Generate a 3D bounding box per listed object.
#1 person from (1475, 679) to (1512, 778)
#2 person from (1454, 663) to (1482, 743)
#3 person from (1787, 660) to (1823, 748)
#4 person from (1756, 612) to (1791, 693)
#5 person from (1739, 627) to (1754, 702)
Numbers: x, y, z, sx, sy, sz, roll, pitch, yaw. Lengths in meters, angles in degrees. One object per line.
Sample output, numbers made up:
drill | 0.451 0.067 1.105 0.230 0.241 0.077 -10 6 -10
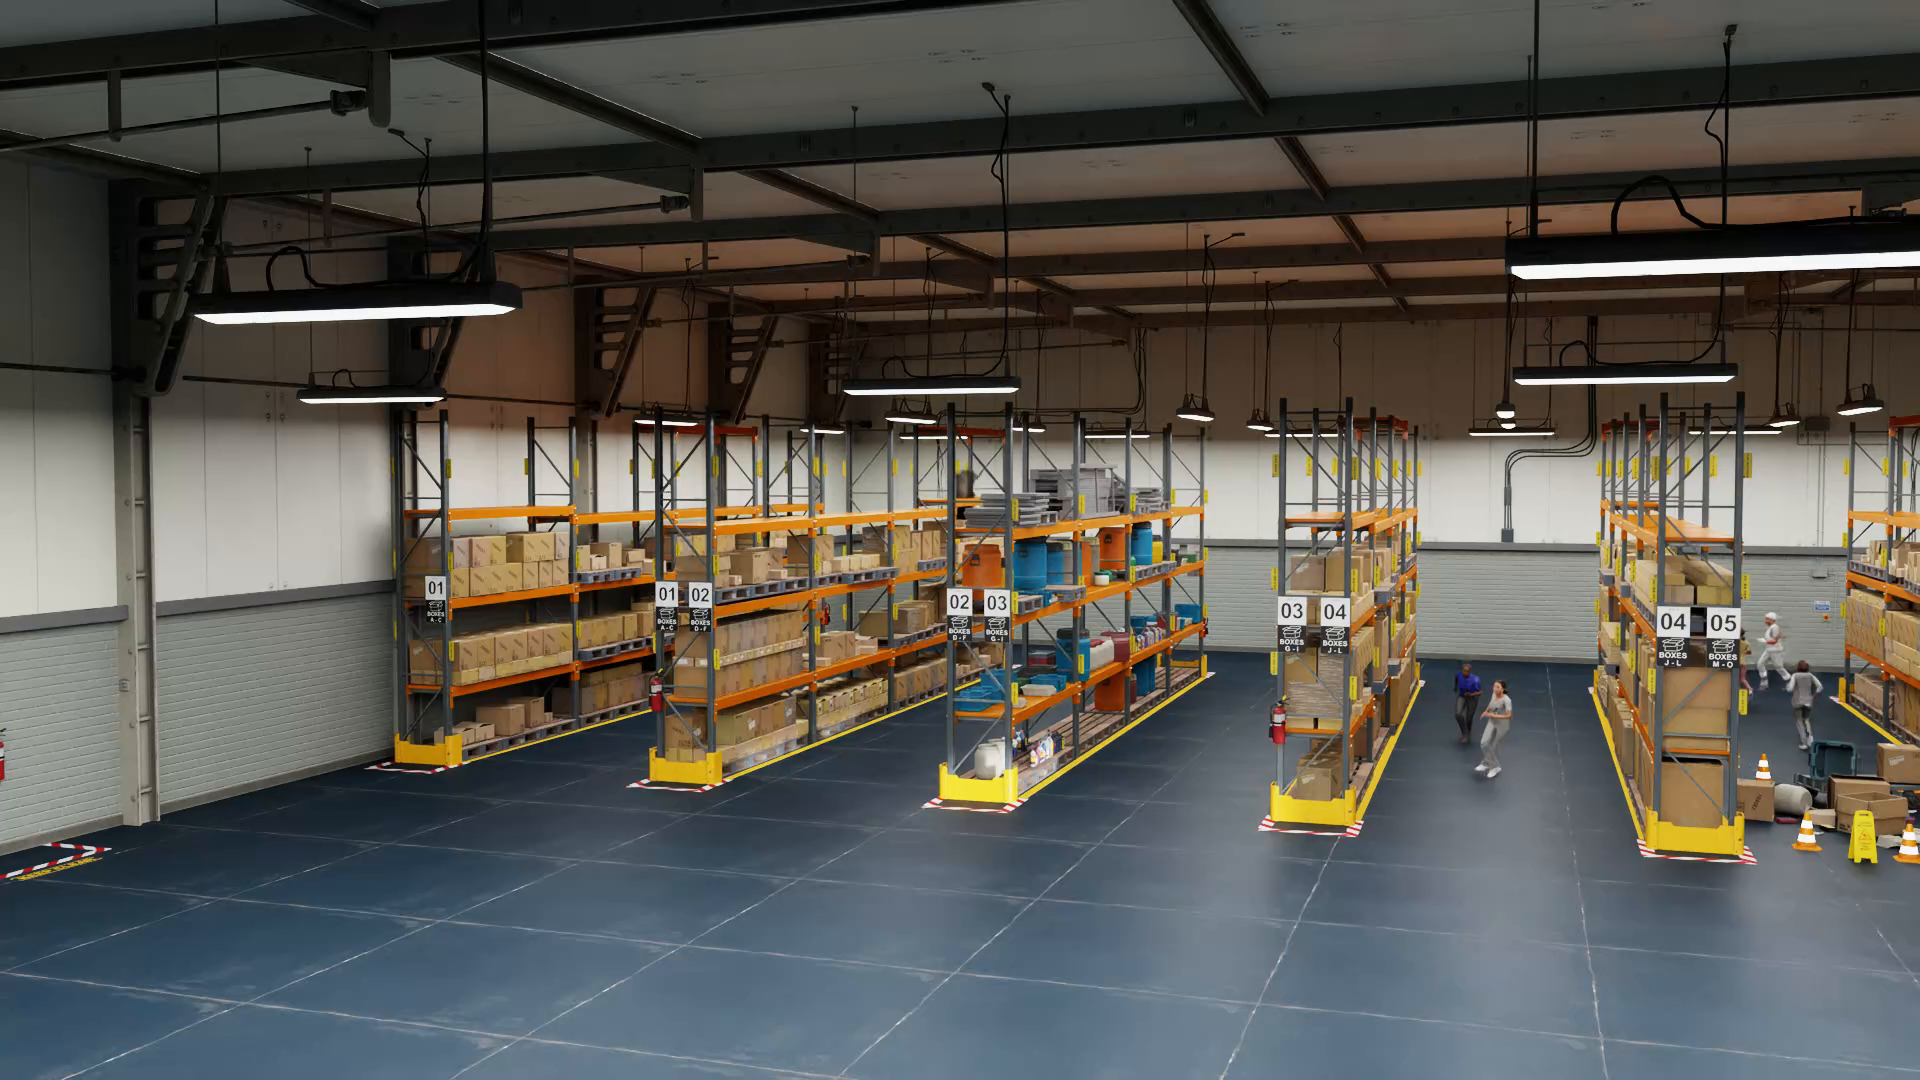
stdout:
person | 8.681 3.031 27.005 0.723 1.578 0.680 2 3 43
person | 9.281 2.947 30.390 0.575 1.472 1.066 1 3 26
person | 15.082 2.927 29.766 0.544 1.564 0.606 0 2 9
person | 18.169 2.519 37.061 0.828 1.816 0.649 1 2 12
person | 16.488 2.661 35.188 0.554 1.645 0.902 0 2 -5
